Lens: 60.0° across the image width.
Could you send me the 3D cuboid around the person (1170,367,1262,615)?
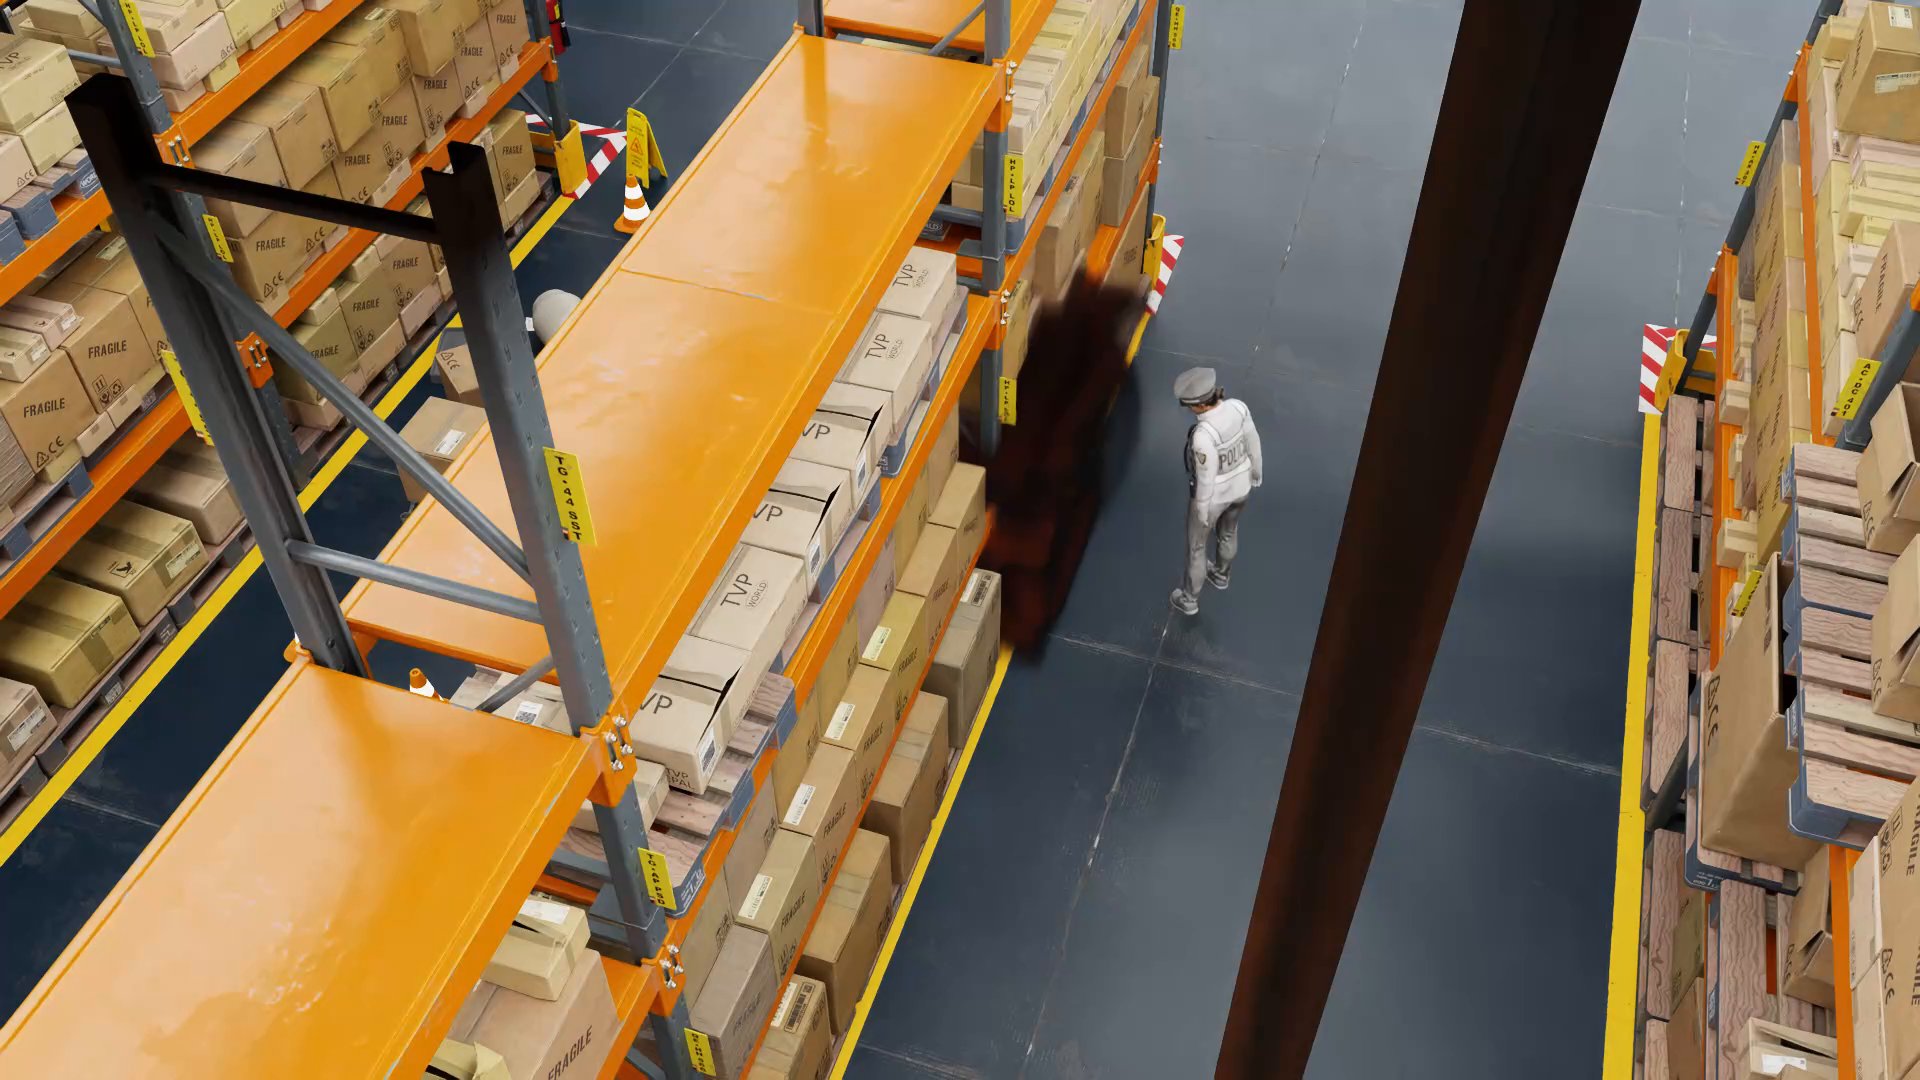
[{"bbox_3d":[1.527,-0.315,9.909,0.591,1.683,0.512,-22,50,-20],"label":"person"}]
